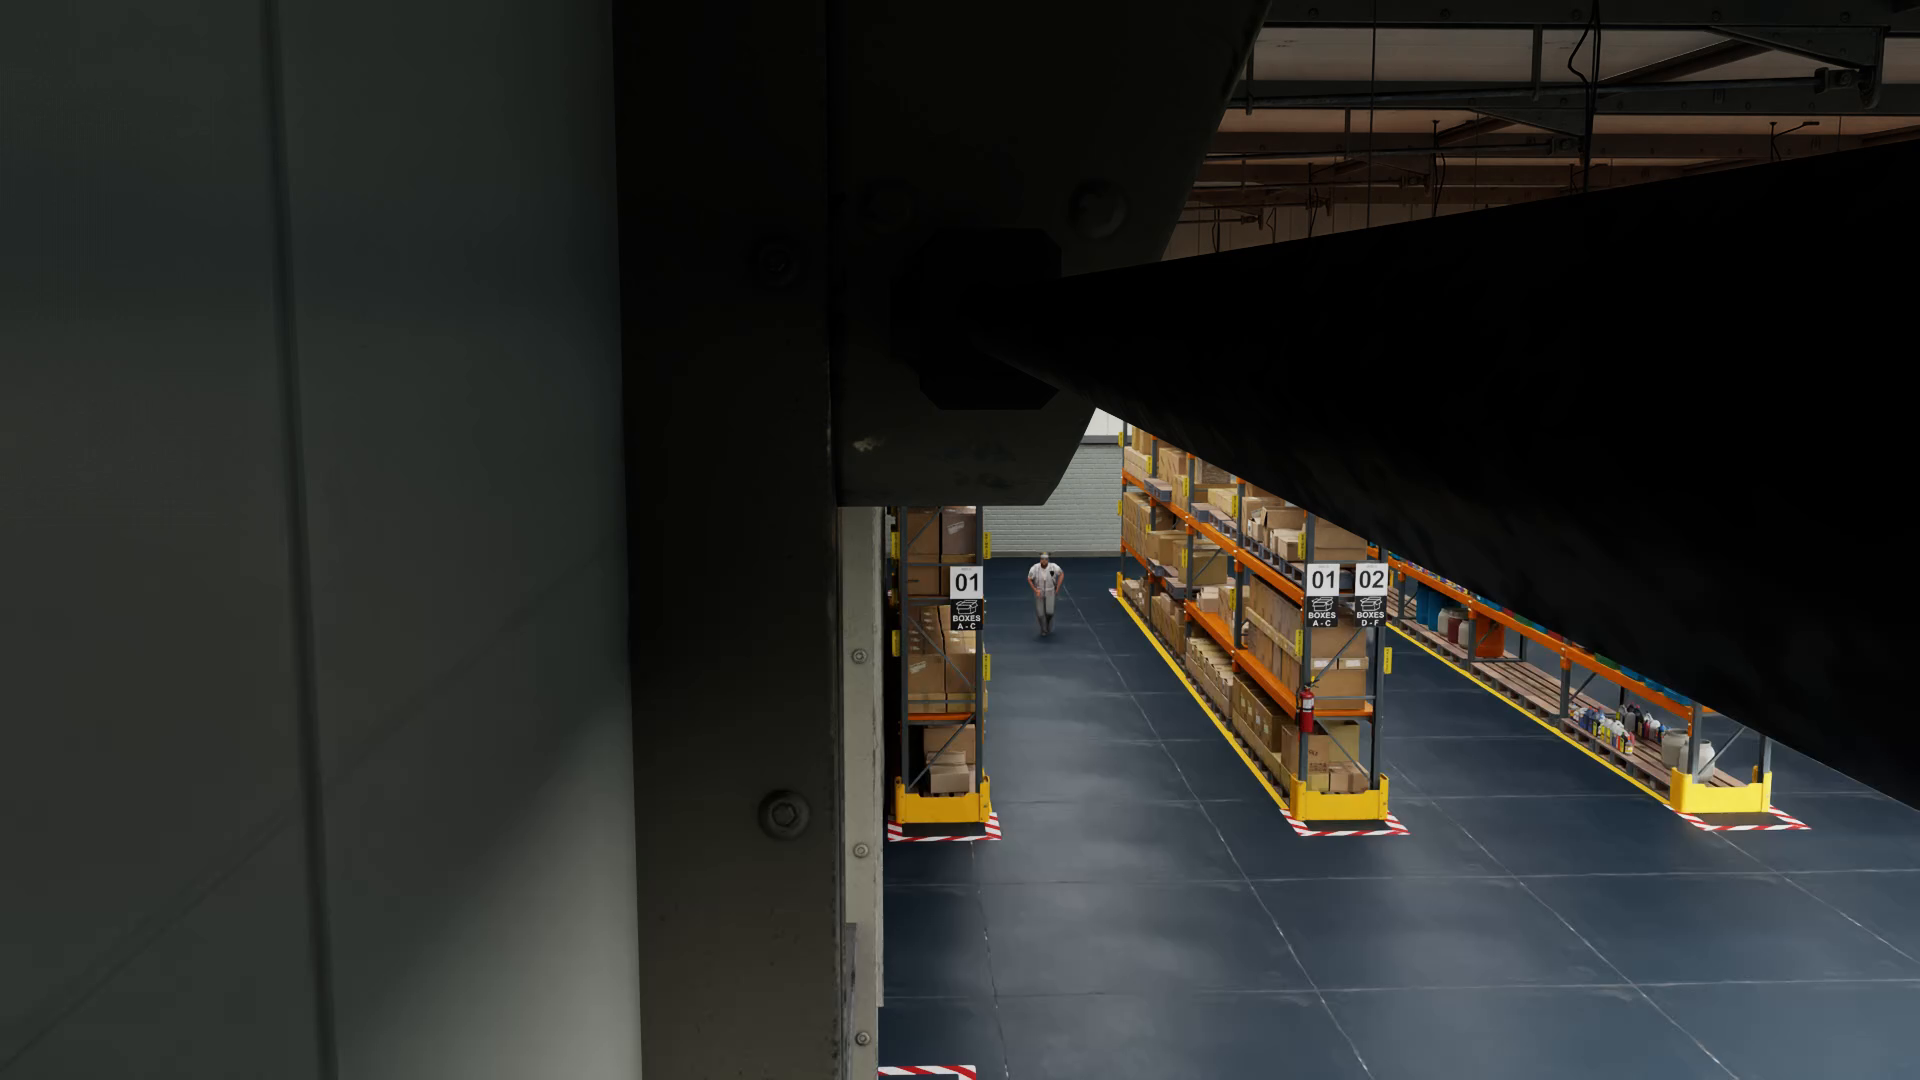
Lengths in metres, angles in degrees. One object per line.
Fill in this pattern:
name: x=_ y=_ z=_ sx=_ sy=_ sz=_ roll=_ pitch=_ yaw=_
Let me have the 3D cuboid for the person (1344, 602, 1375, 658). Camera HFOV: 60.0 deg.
person: x=7.139 y=1.393 z=29.345 sx=0.750 sy=1.664 sz=0.683 roll=1 pitch=8 yaw=6

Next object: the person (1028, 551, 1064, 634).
person: x=1.650 y=1.014 z=31.985 sx=0.693 sy=1.686 sz=0.729 roll=1 pitch=8 yaw=6
